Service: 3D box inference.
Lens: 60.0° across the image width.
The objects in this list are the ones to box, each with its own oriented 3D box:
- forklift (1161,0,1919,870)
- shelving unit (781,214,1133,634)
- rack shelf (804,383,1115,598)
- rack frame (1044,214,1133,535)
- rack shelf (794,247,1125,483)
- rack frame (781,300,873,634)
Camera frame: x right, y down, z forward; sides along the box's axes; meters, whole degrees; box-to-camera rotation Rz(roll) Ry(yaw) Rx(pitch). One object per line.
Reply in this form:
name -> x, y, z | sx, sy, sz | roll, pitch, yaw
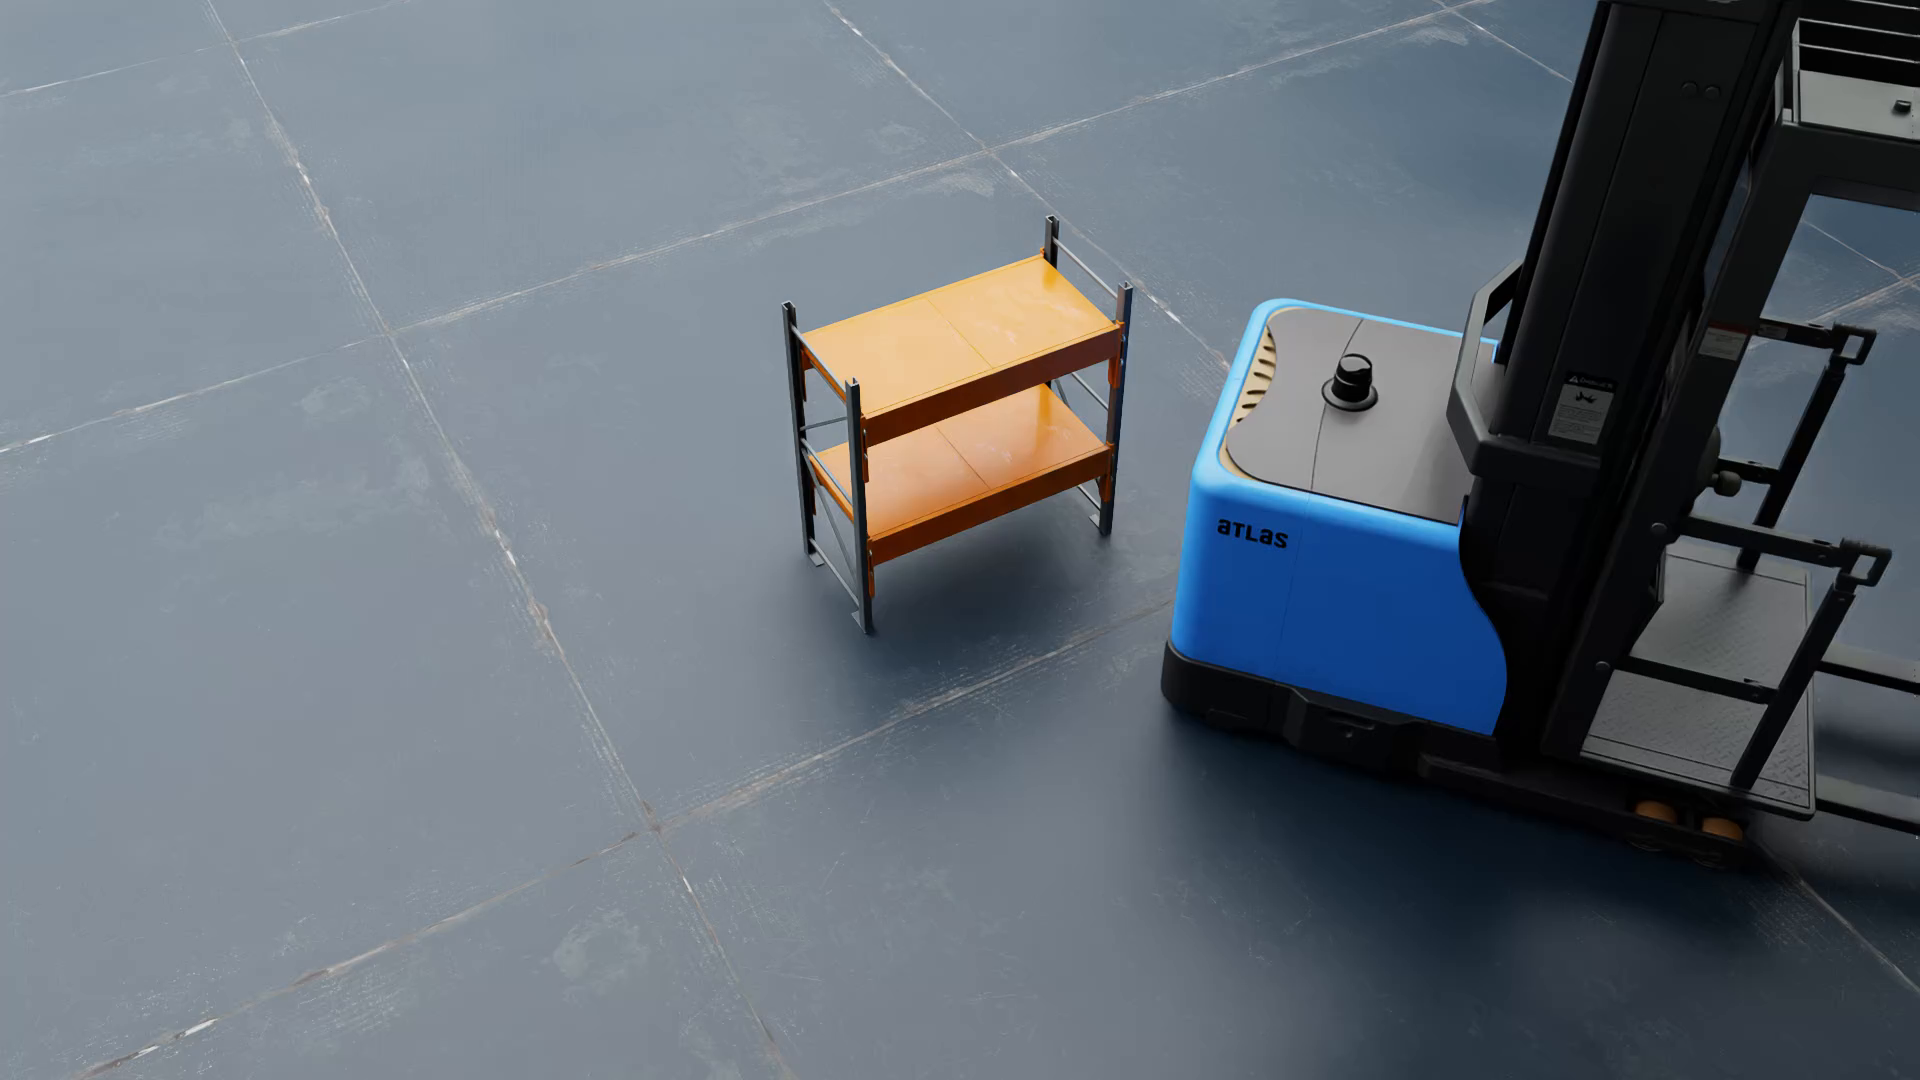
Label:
forklift -> 2.253, -0.448, 4.607 | 3.031, 2.935, 1.130 | 14, 46, 14
shelving unit -> -0.006, -0.401, 5.856 | 1.048, 1.125, 0.538 | -22, 48, -21
rack shelf -> -0.006, -0.226, 6.026 | 1.000, 0.278, 0.538 | -22, 48, -21
rack frame -> 0.435, -0.578, 6.038 | 0.032, 1.125, 0.500 | -22, 48, -21
rack shelf -> -0.006, -0.611, 5.652 | 1.000, 0.278, 0.538 | -22, 48, -21
rack frame -> -0.447, -0.225, 5.674 | 0.032, 1.125, 0.500 | -22, 48, -21
